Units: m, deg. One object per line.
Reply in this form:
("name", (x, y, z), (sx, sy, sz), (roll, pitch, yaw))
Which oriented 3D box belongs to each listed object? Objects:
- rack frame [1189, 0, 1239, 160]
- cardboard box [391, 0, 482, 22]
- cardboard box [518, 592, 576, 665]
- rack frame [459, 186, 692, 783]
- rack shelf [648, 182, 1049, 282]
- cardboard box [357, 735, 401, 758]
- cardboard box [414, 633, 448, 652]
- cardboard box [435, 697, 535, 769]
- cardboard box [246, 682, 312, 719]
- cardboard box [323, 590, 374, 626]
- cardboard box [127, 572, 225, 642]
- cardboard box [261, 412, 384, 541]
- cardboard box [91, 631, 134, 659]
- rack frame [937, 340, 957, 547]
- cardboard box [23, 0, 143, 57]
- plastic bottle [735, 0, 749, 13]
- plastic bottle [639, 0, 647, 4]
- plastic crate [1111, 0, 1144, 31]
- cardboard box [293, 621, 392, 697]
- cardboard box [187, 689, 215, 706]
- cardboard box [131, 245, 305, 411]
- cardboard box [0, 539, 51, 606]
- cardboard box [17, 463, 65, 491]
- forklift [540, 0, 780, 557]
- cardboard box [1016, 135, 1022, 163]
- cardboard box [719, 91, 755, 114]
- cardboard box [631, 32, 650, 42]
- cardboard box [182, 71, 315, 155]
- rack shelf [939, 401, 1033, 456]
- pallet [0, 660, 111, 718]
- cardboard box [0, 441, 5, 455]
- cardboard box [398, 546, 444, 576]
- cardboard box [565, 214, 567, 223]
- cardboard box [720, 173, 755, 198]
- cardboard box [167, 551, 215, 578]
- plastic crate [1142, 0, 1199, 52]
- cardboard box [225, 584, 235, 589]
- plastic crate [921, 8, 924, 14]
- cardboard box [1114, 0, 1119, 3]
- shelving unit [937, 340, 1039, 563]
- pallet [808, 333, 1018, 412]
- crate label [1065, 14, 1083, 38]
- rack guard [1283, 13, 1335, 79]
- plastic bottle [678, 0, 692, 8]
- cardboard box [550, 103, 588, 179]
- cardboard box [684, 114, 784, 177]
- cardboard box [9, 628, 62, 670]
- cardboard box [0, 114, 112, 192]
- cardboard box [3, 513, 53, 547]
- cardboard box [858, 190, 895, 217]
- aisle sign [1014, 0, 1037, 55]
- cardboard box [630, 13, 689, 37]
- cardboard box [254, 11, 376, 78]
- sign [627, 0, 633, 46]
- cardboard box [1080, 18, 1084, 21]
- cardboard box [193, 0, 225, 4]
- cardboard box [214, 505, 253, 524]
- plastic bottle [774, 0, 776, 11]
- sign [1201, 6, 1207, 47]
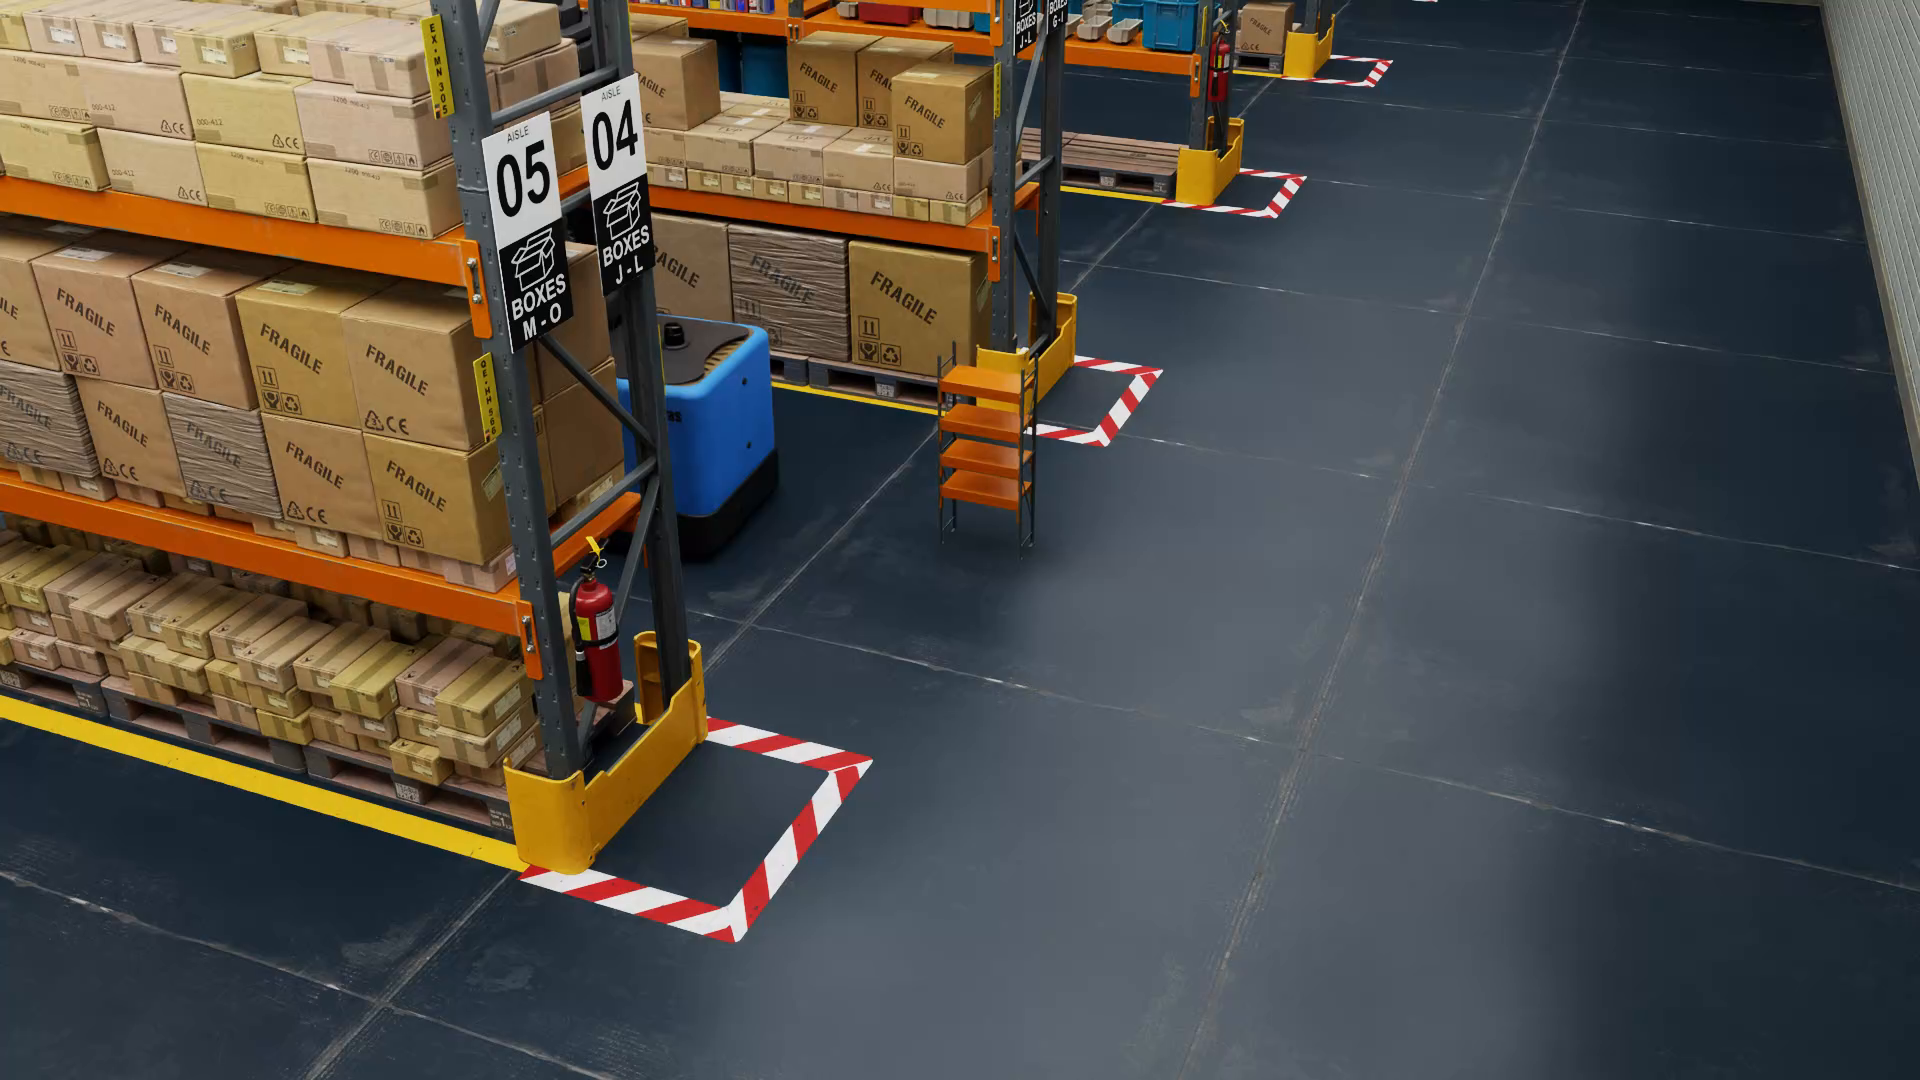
("rack frame", (2.309, -4.632, 14.897), (0.127, 3.000, 1.000), (11, 31, 19))
("cardboard box", (-1.956, -1.982, 6.399), (0.250, 0.149, 0.380), (13, 32, 21))
("cardboard box", (-1.870, 0.416, 7.831), (0.250, 0.149, 0.380), (10, 31, 17))
("rack frame", (-1.512, -0.131, 6.934), (0.127, 3.000, 1.000), (11, 31, 19))
("rack shelf", (-1.407, -2.431, 11.733), (4.000, 0.370, 1.077), (11, 31, 19))
("cardboard box", (-2.567, 0.835, 7.694), (0.250, 0.149, 0.380), (11, 31, 19))
("cardboard box", (-2.393, 0.502, 7.981), (0.250, 0.149, 0.380), (12, 32, 20))
("cardboard box", (-2.108, 0.830, 7.401), (0.250, 0.149, 0.380), (10, 31, 18))
("cardboard box", (-3.075, 0.645, 7.729), (0.250, 0.149, 0.380), (12, 32, 20))
("cardboard box", (-2.870, 0.251, 8.123), (0.250, 0.149, 0.380), (13, 32, 21))
("cardboard box", (-3.752, 0.323, 7.995), (0.250, 0.149, 0.380), (10, 31, 17))
("cardboard box", (-2.500, -0.368, 6.948), (0.500, 0.500, 0.500), (11, 31, 18))
("cardboard box", (-4.000, 0.418, 8.130), (0.250, 0.149, 0.380), (13, 32, 21))
("rack frame", (-0.073, -0.537, 9.480), (0.015, 1.200, 0.240), (11, 31, 19))
("cardboard box", (-3.348, -1.985, 6.405), (0.250, 0.149, 0.380), (10, 31, 18))
("plastic bottle", (-2.116, -5.269, 16.142), (0.133, 0.283, 0.061), (11, 31, 19))
("plastic bottle", (-3.148, -5.449, 16.544), (0.097, 0.201, 0.097), (0, 29, 0))
("plastic crate", (1.594, -4.903, 15.486), (0.300, 0.233, 0.416), (11, 31, 19))
("cardboard box", (-2.813, 0.546, 7.601), (0.250, 0.149, 0.380), (10, 31, 17))
("cardboard box", (-3.512, 0.636, 8.047), (0.250, 0.149, 0.380), (12, 32, 21))
("cardboard box", (-2.984, -0.897, 6.868), (0.500, 0.500, 0.500), (13, 32, 22))
("cardboard box", (-4.744, 0.164, 8.277), (0.250, 0.149, 0.380), (13, 32, 22))
("cardboard box", (-4.086, -0.392, 7.650), (0.250, 0.149, 0.380), (12, 32, 20))
("forklift", (-2.686, -1.592, 9.588), (3.031, 2.935, 1.130), (9, 31, 15))
("cardboard box", (0.103, -2.650, 11.240), (0.500, 0.250, 0.500), (10, 31, 18))
("cardboard box", (-1.799, -3.027, 11.908), (0.500, 0.250, 0.500), (12, 32, 20))
("cardboard box", (-2.459, -3.205, 11.460), (0.500, 0.500, 0.500), (11, 31, 19))
("cardboard box", (-2.509, -1.653, 6.221), (0.500, 0.250, 0.500), (10, 31, 18))
("rack shelf", (0.153, -0.628, 9.324), (0.480, 0.148, 0.258), (11, 31, 19))
("pallet", (-4.583, 0.451, 8.738), (1.213, 0.211, 1.003), (11, 31, 19))
("cardboard box", (-4.393, -0.749, 7.624), (0.500, 0.500, 0.500), (11, 31, 19))
("cardboard box", (-2.137, -0.016, 6.986), (0.250, 0.149, 0.380), (11, 31, 19))
("cardboard box", (-2.678, -2.213, 12.350), (0.875, 0.875, 0.875), (11, 31, 19))
("cardboard box", (-1.424, -2.463, 11.315), (0.250, 0.149, 0.380), (12, 32, 20))
("cardboard box", (-3.809, 0.039, 8.499), (0.250, 0.149, 0.380), (10, 31, 17))
("plastic crate", (1.928, -4.651, 14.833), (0.499, 0.435, 0.616), (11, 31, 19))
("cardboard box", (-3.617, 0.245, 8.436), (0.250, 0.149, 0.380), (10, 31, 17))
("plastic crate", (-0.260, -5.194, 16.110), (0.590, 0.125, 0.437), (11, 31, 19))
("cardboard box", (2.211, -6.390, 20.096), (0.637, 0.503, 0.797), (11, 31, 19))
("shelving unit", (0.153, -0.492, 9.401), (0.503, 1.200, 0.258), (11, 31, 19))
("pallet", (-0.324, -1.272, 11.787), (1.213, 0.211, 1.003), (11, 31, 19))
("crate label", (0.955, -4.713, 15.246), (0.243, 0.136, 0.396), (11, 31, 19))
("rack guard", (4.104, -5.816, 19.532), (0.348, 0.500, 1.175), (11, 31, 19))
("plastic bottle", (-2.690, -5.405, 16.390), (0.135, 0.276, 0.152), (11, 31, 19))
("cardboard box", (-1.832, -1.571, 6.586), (0.500, 0.250, 0.500), (12, 32, 21))
("cardboard box", (-1.528, -2.690, 11.310), (0.500, 0.250, 0.500), (11, 31, 19))
("cardboard box", (-4.505, 0.472, 8.336), (0.250, 0.149, 0.380), (11, 31, 19))
("cardboard box", (-3.463, -1.614, 6.660), (0.500, 0.250, 0.500), (13, 32, 21))
("cardboard box", (-4.791, -0.125, 8.788), (0.250, 0.149, 0.380), (12, 32, 21))
("cardboard box", (-0.482, -2.275, 10.982), (0.250, 0.149, 0.380), (11, 31, 19))
("aisle sign", (0.400, -3.356, 9.997), (0.004, 0.787, 0.394), (11, 31, 19))
("cardboard box", (-2.271, -3.447, 11.888), (0.500, 0.500, 0.500), (12, 31, 20))
("cardboard box", (-2.360, -1.828, 6.126), (0.250, 0.149, 0.380), (10, 31, 18))
("sign", (-1.308, -2.065, 6.418), (0.005, 0.325, 0.100), (11, 31, 19))
("cardboard box", (1.581, -6.257, 20.203), (0.250, 0.166, 0.380), (11, 31, 19))
("cardboard box", (-2.892, -2.203, 6.789), (0.250, 0.149, 0.380), (12, 32, 21))
("cardboard box", (-3.081, -0.232, 7.367), (0.250, 0.149, 0.380), (10, 31, 17))
("plastic bottle", (-1.855, -5.272, 16.230), (0.097, 0.201, 0.097), (0, 29, 0))
("sign", (2.117, -4.450, 14.408), (0.005, 0.325, 0.100), (11, 31, 19))
